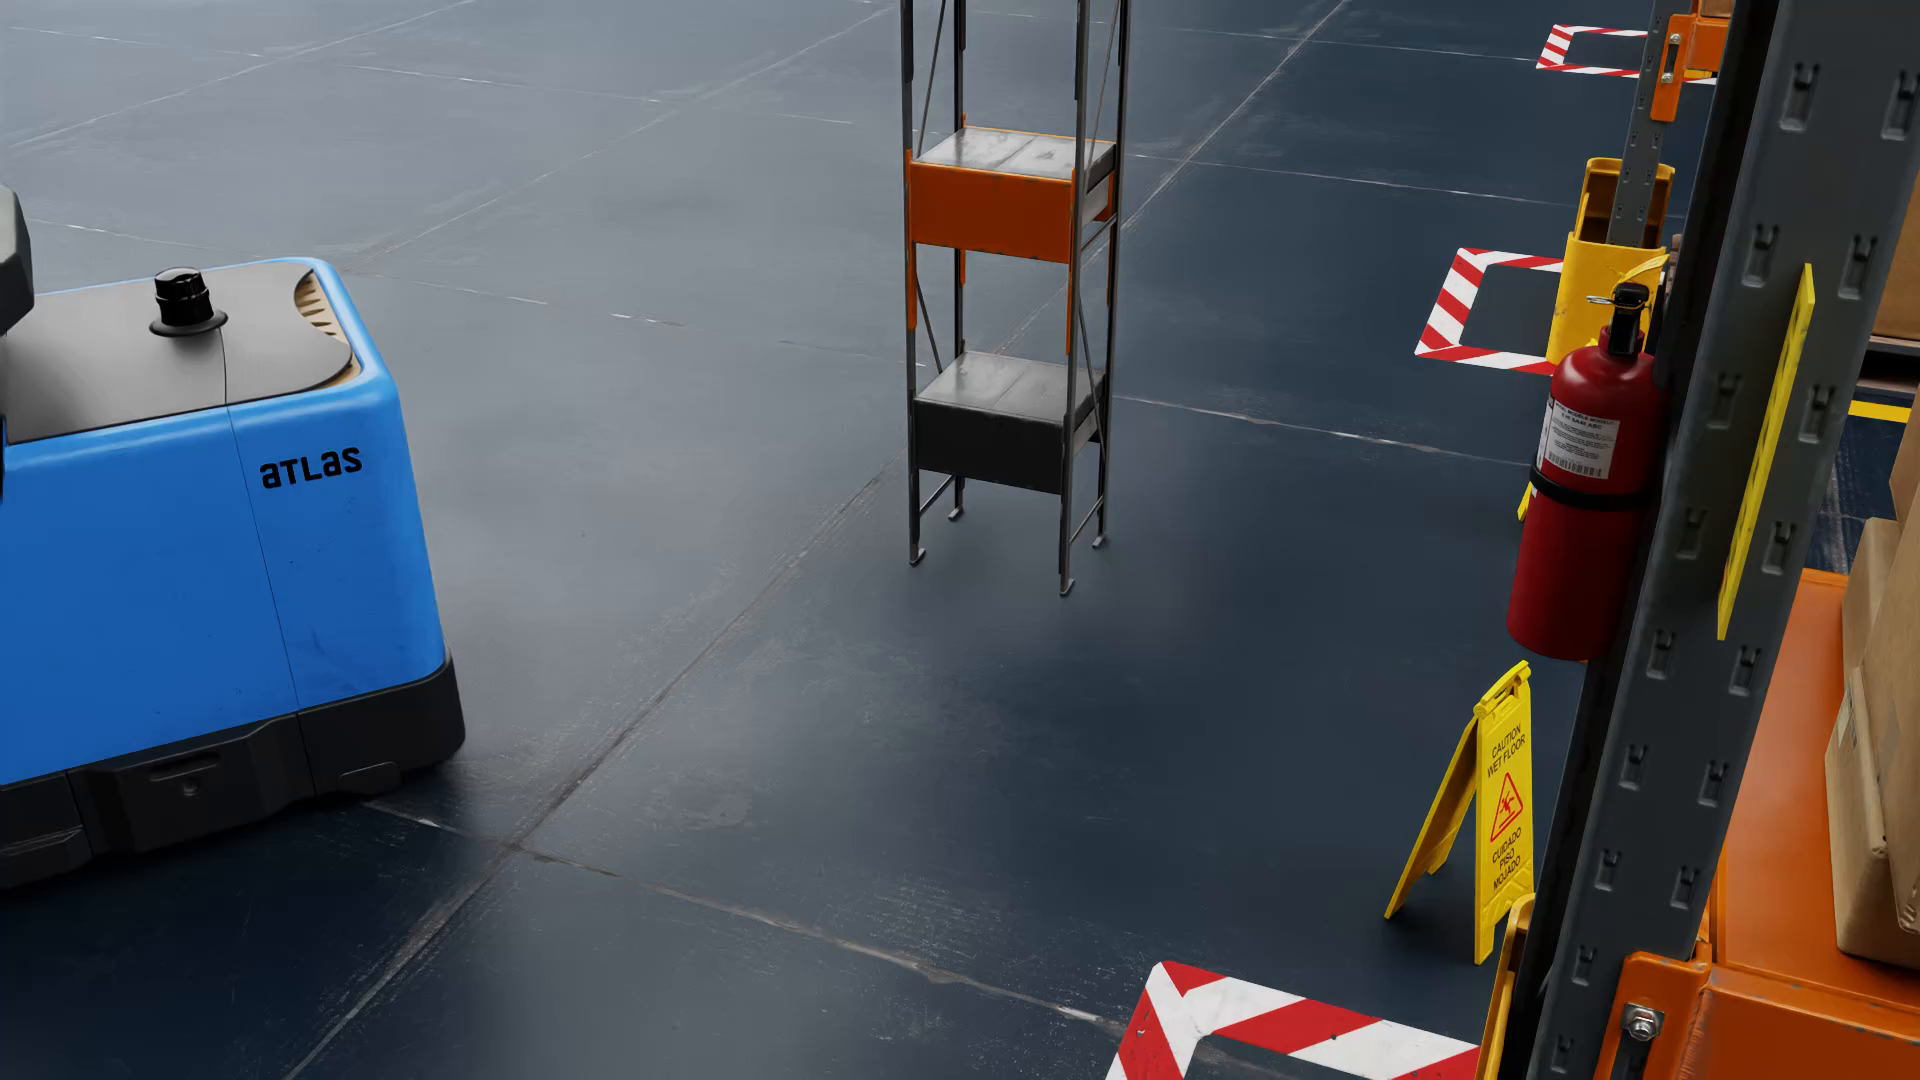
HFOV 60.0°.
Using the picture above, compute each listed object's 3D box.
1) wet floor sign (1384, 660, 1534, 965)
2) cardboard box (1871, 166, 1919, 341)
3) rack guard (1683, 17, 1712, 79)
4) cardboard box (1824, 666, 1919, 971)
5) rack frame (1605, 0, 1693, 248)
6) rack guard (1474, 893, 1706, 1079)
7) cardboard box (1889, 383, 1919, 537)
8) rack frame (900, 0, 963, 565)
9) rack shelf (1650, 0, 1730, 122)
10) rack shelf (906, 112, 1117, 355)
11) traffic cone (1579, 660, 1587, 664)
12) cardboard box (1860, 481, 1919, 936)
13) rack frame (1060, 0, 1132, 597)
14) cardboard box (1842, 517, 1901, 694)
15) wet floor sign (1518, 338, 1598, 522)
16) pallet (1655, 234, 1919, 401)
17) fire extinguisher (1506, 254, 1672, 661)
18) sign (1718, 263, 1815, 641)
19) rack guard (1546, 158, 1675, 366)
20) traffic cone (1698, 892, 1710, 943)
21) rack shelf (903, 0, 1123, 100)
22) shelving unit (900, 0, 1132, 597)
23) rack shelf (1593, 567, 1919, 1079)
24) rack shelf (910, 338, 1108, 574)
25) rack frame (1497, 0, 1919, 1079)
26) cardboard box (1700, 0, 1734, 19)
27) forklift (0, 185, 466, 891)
[{"bbox_3d":[1.130,0.559,3.605,0.232,0.644,0.267,24,37,36],"label":"wet floor sign"},{"bbox_3d":[3.325,-1.381,6.378,0.875,0.875,0.875,11,31,19],"label":"cardboard box"},{"bbox_3d":[4.700,-3.359,10.685,0.348,0.500,1.175,11,31,19],"label":"rack guard"},{"bbox_3d":[1.141,0.324,1.884,0.250,0.149,0.380,11,31,19],"label":"cardboard box"},{"bbox_3d":[2.671,-2.219,6.127,0.127,3.000,1.000,11,31,19],"label":"rack frame"},{"bbox_3d":[0.974,1.159,2.691,0.348,0.500,1.175,11,31,19],"label":"rack guard"},{"bbox_3d":[1.510,-0.141,2.047,0.500,0.500,0.500,11,31,18],"label":"cardboard box"},{"bbox_3d":[-0.073,-0.929,4.759,0.015,2.100,0.400,11,31,19],"label":"rack frame"},{"bbox_3d":[4.525,-1.535,5.649,4.000,0.370,1.077,11,31,19],"label":"rack shelf"},{"bbox_3d":[0.153,-0.872,4.686,0.480,0.518,0.431,11,31,19],"label":"rack shelf"},{"bbox_3d":[1.890,0.084,4.631,0.334,0.463,0.336,11,31,19],"label":"traffic cone"},{"bbox_3d":[1.239,0.098,1.624,0.500,0.500,0.500,11,31,18],"label":"cardboard box"},{"bbox_3d":[0.379,-0.838,4.599,0.015,2.100,0.400,11,31,19],"label":"rack frame"},{"bbox_3d":[1.331,0.138,2.213,0.250,0.149,0.380,12,32,21],"label":"cardboard box"},{"bbox_3d":[1.900,-0.296,5.118,0.232,0.644,0.267,6,30,11],"label":"wet floor sign"},{"bbox_3d":[3.442,-0.892,6.614,1.213,0.211,1.003,11,31,19],"label":"pallet"},{"bbox_3d":[0.971,-0.141,2.529,0.183,0.674,0.296,11,31,19],"label":"fire extinguisher"},{"bbox_3d":[0.700,-0.072,1.450,0.005,0.325,0.100,11,31,19],"label":"sign"},{"bbox_3d":[2.649,-1.135,6.750,0.348,0.500,1.175,11,31,19],"label":"rack guard"},{"bbox_3d":[1.787,0.653,3.625,0.334,0.463,0.336,11,31,19],"label":"traffic cone"},{"bbox_3d":[0.153,-1.481,4.341,0.480,0.518,0.431,11,31,19],"label":"rack shelf"},{"bbox_3d":[0.153,-0.883,4.679,0.503,2.100,0.431,11,31,19],"label":"shelving unit"},{"bbox_3d":[2.757,0.740,1.623,4.000,0.370,1.077,11,31,19],"label":"rack shelf"},{"bbox_3d":[0.153,-0.262,5.030,0.480,0.518,0.431,11,31,19],"label":"rack shelf"},{"bbox_3d":[0.903,0.059,2.098,0.053,2.616,0.949,11,31,19],"label":"rack frame"},{"bbox_3d":[3.032,-2.236,6.005,0.550,0.550,0.875,11,31,19],"label":"cardboard box"},{"bbox_3d":[-2.803,-0.572,3.284,3.031,2.935,1.130,-14,32,-23],"label":"forklift"}]
